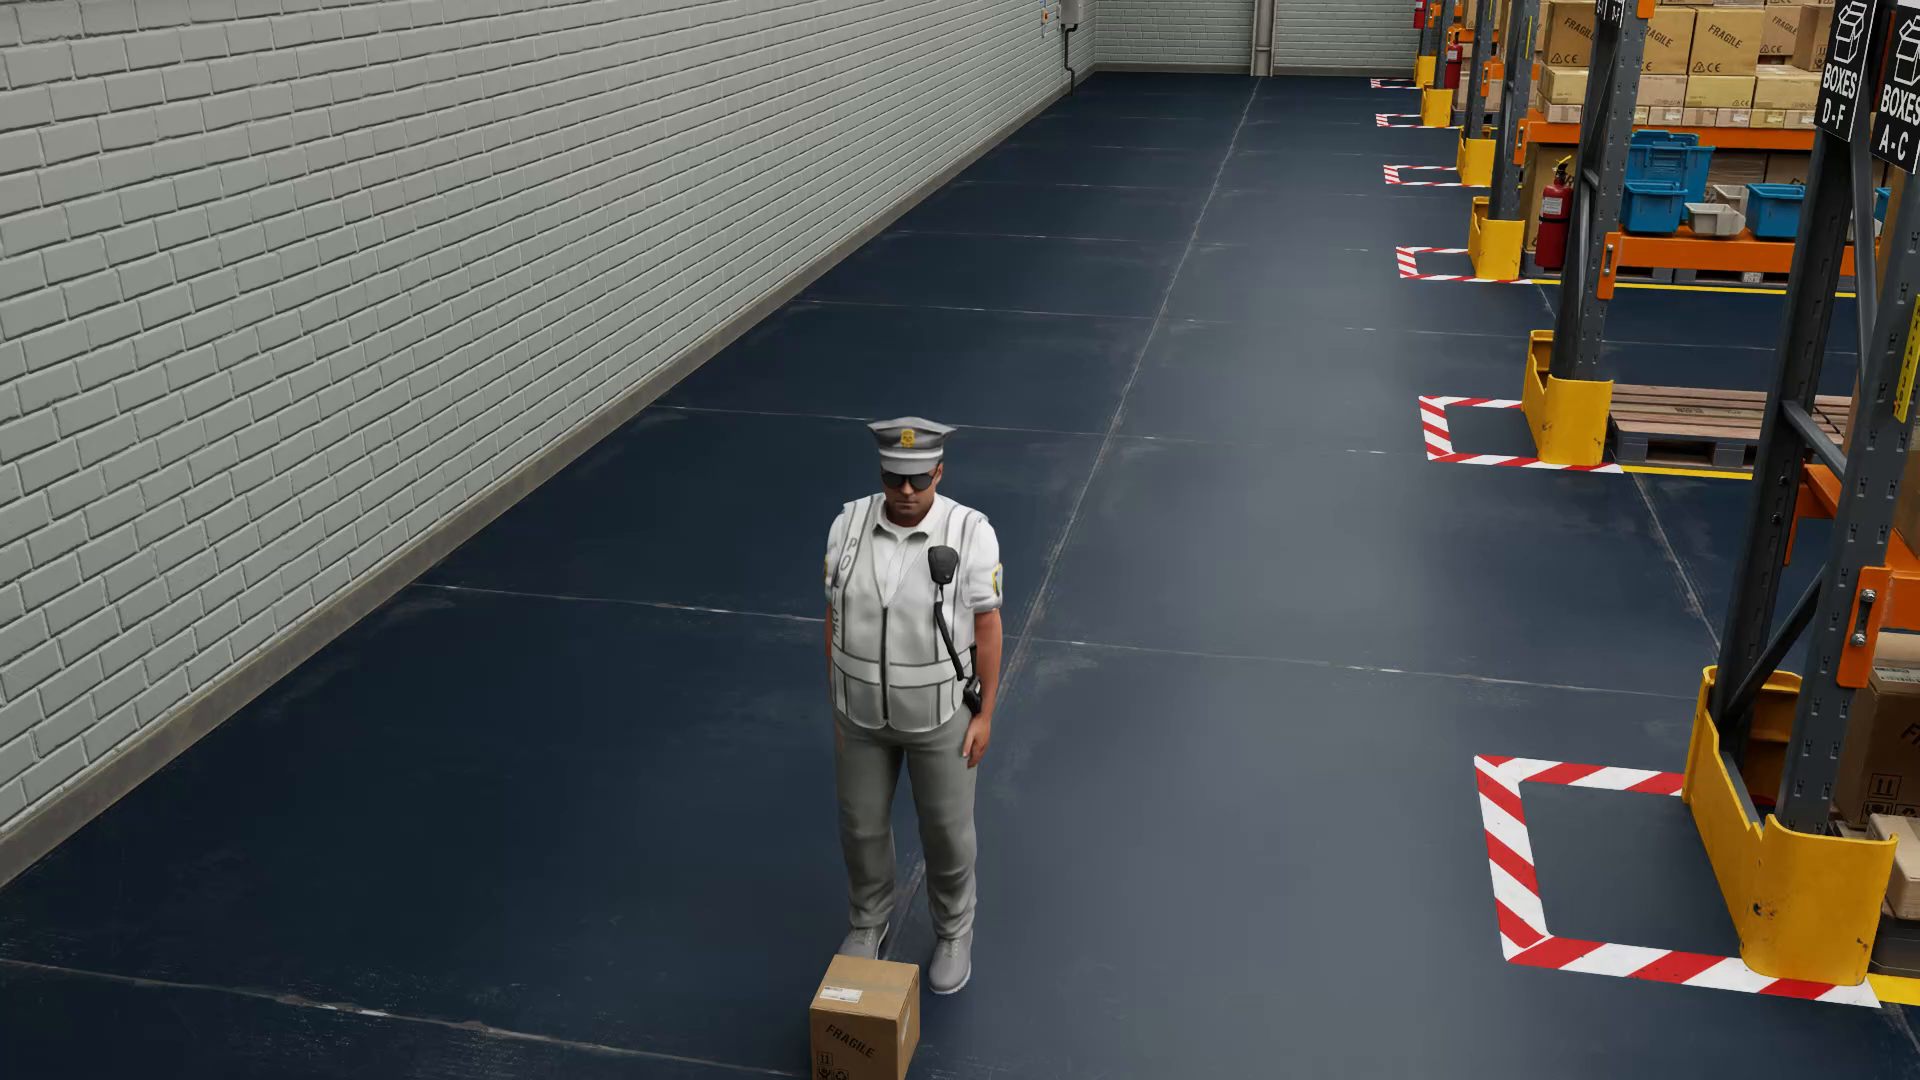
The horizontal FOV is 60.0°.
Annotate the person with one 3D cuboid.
[{"bbox_3d":[-0.146,0.491,4.841,0.527,1.769,0.392,5,22,12],"label":"person"}]
